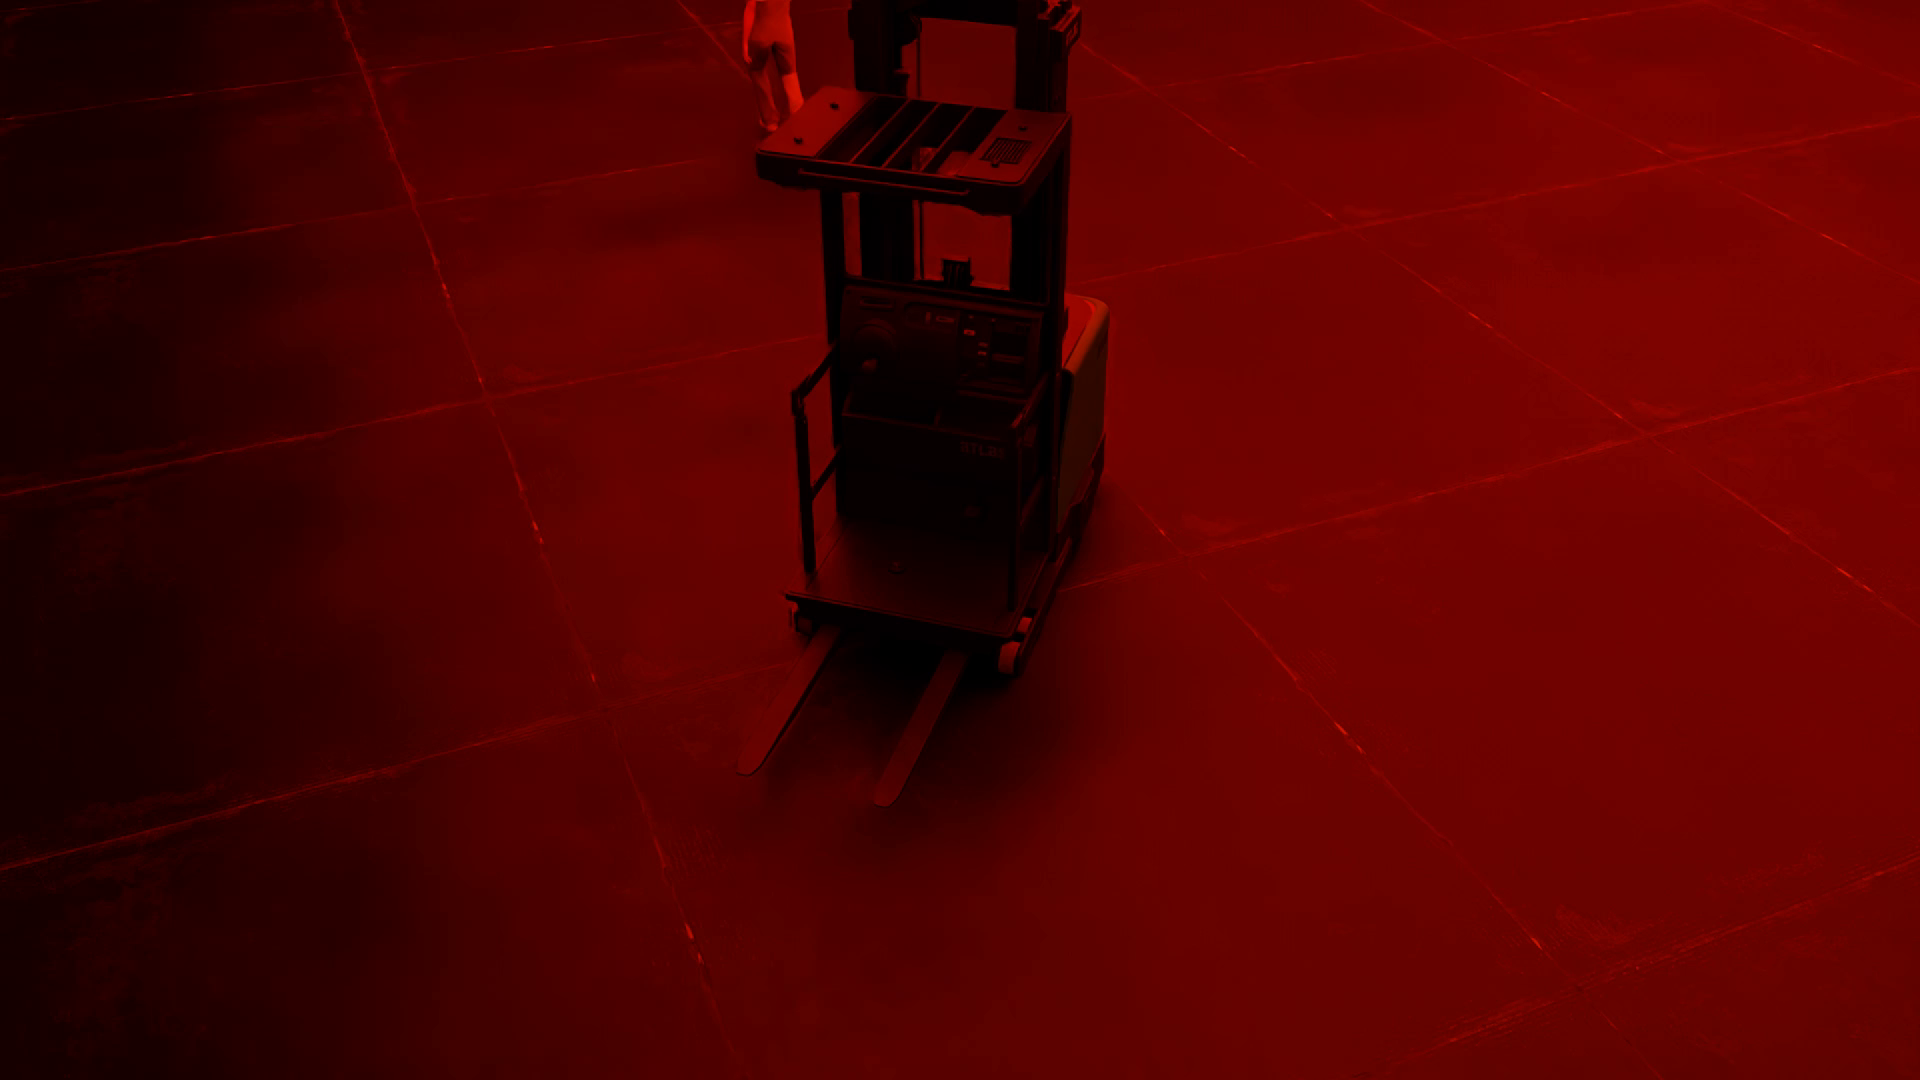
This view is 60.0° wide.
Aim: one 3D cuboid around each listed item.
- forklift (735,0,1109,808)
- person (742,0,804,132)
[{"bbox_3d":[-0.153,-0.825,7.258,1.130,2.935,3.031,10,37,14],"label":"forklift"},{"bbox_3d":[-1.466,-3.845,12.658,0.543,1.606,0.681,-13,37,-17],"label":"person"}]
